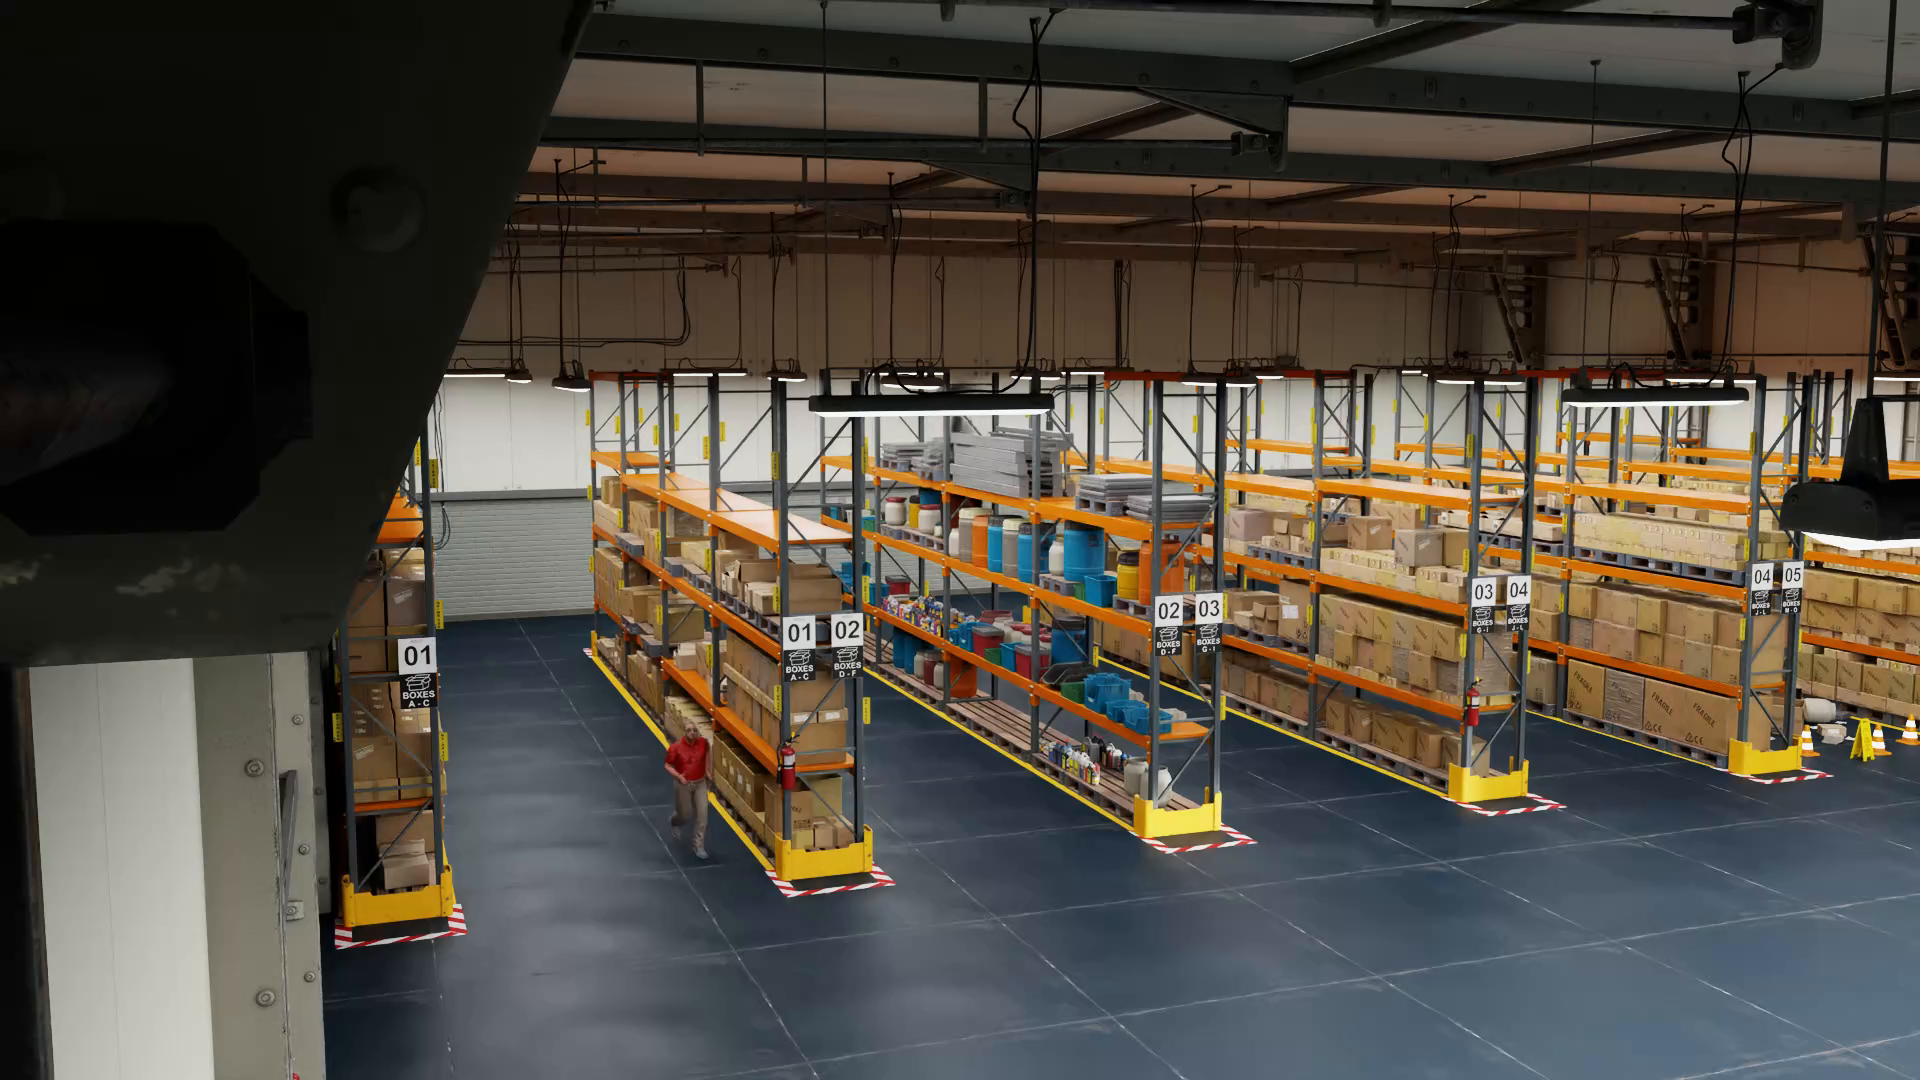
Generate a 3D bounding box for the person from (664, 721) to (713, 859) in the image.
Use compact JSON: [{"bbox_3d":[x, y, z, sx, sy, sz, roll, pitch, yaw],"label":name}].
[{"bbox_3d":[-3.460,3.129,21.212,0.658,1.714,0.901,-3,7,-28],"label":"person"}]
